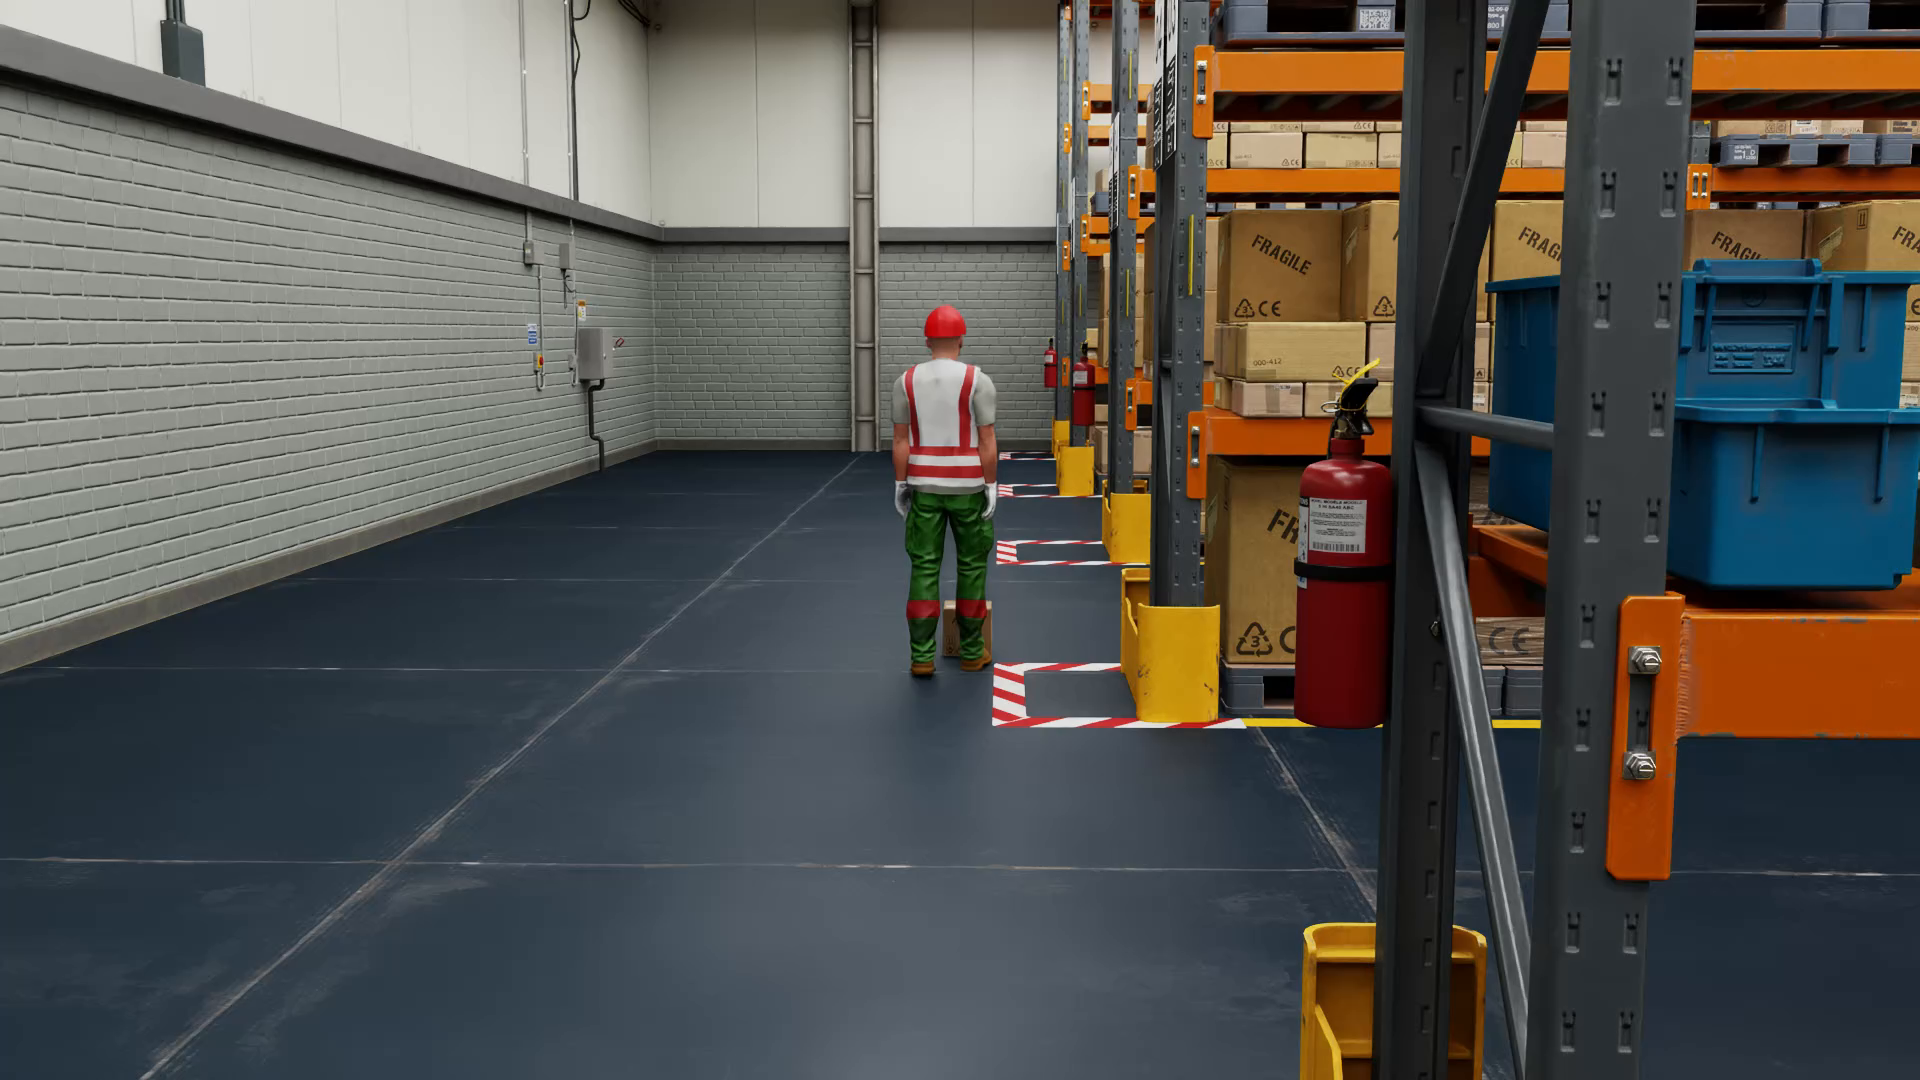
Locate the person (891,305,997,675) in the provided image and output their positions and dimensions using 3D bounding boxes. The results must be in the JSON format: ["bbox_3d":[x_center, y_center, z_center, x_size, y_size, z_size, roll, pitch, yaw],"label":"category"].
[{"bbox_3d":[-0.059,-0.244,8.141,0.524,1.796,0.457,2,7,14],"label":"person"}]
